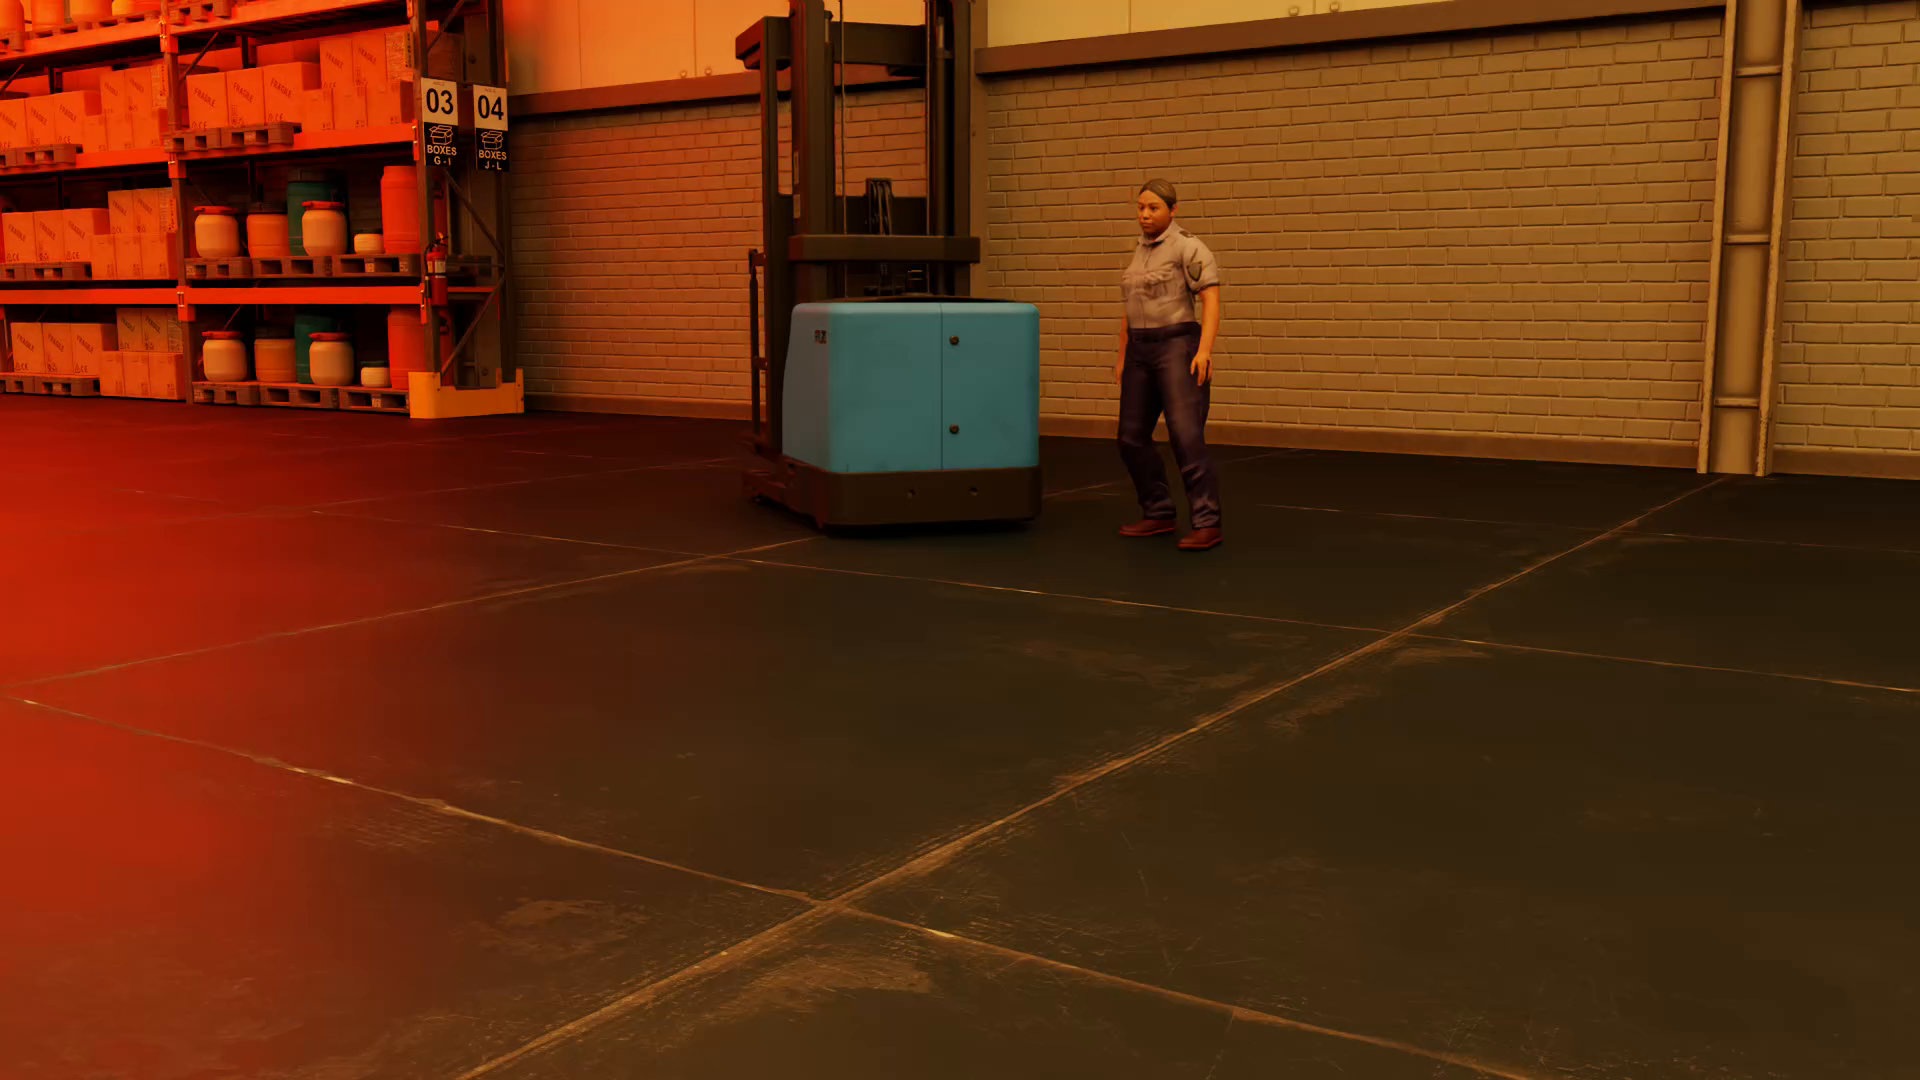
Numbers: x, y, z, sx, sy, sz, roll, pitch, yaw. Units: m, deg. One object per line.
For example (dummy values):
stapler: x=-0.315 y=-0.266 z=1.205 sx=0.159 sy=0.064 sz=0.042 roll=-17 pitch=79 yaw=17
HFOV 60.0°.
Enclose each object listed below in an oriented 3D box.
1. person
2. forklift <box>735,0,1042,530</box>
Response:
person: x=0.932 y=-0.805 z=7.526 sx=0.391 sy=1.623 sz=0.737 roll=-6 pitch=10 yaw=-36
forklift: x=-0.567 y=-1.666 z=8.906 sx=1.130 sy=2.935 sz=3.031 roll=-3 pitch=9 yaw=-19
